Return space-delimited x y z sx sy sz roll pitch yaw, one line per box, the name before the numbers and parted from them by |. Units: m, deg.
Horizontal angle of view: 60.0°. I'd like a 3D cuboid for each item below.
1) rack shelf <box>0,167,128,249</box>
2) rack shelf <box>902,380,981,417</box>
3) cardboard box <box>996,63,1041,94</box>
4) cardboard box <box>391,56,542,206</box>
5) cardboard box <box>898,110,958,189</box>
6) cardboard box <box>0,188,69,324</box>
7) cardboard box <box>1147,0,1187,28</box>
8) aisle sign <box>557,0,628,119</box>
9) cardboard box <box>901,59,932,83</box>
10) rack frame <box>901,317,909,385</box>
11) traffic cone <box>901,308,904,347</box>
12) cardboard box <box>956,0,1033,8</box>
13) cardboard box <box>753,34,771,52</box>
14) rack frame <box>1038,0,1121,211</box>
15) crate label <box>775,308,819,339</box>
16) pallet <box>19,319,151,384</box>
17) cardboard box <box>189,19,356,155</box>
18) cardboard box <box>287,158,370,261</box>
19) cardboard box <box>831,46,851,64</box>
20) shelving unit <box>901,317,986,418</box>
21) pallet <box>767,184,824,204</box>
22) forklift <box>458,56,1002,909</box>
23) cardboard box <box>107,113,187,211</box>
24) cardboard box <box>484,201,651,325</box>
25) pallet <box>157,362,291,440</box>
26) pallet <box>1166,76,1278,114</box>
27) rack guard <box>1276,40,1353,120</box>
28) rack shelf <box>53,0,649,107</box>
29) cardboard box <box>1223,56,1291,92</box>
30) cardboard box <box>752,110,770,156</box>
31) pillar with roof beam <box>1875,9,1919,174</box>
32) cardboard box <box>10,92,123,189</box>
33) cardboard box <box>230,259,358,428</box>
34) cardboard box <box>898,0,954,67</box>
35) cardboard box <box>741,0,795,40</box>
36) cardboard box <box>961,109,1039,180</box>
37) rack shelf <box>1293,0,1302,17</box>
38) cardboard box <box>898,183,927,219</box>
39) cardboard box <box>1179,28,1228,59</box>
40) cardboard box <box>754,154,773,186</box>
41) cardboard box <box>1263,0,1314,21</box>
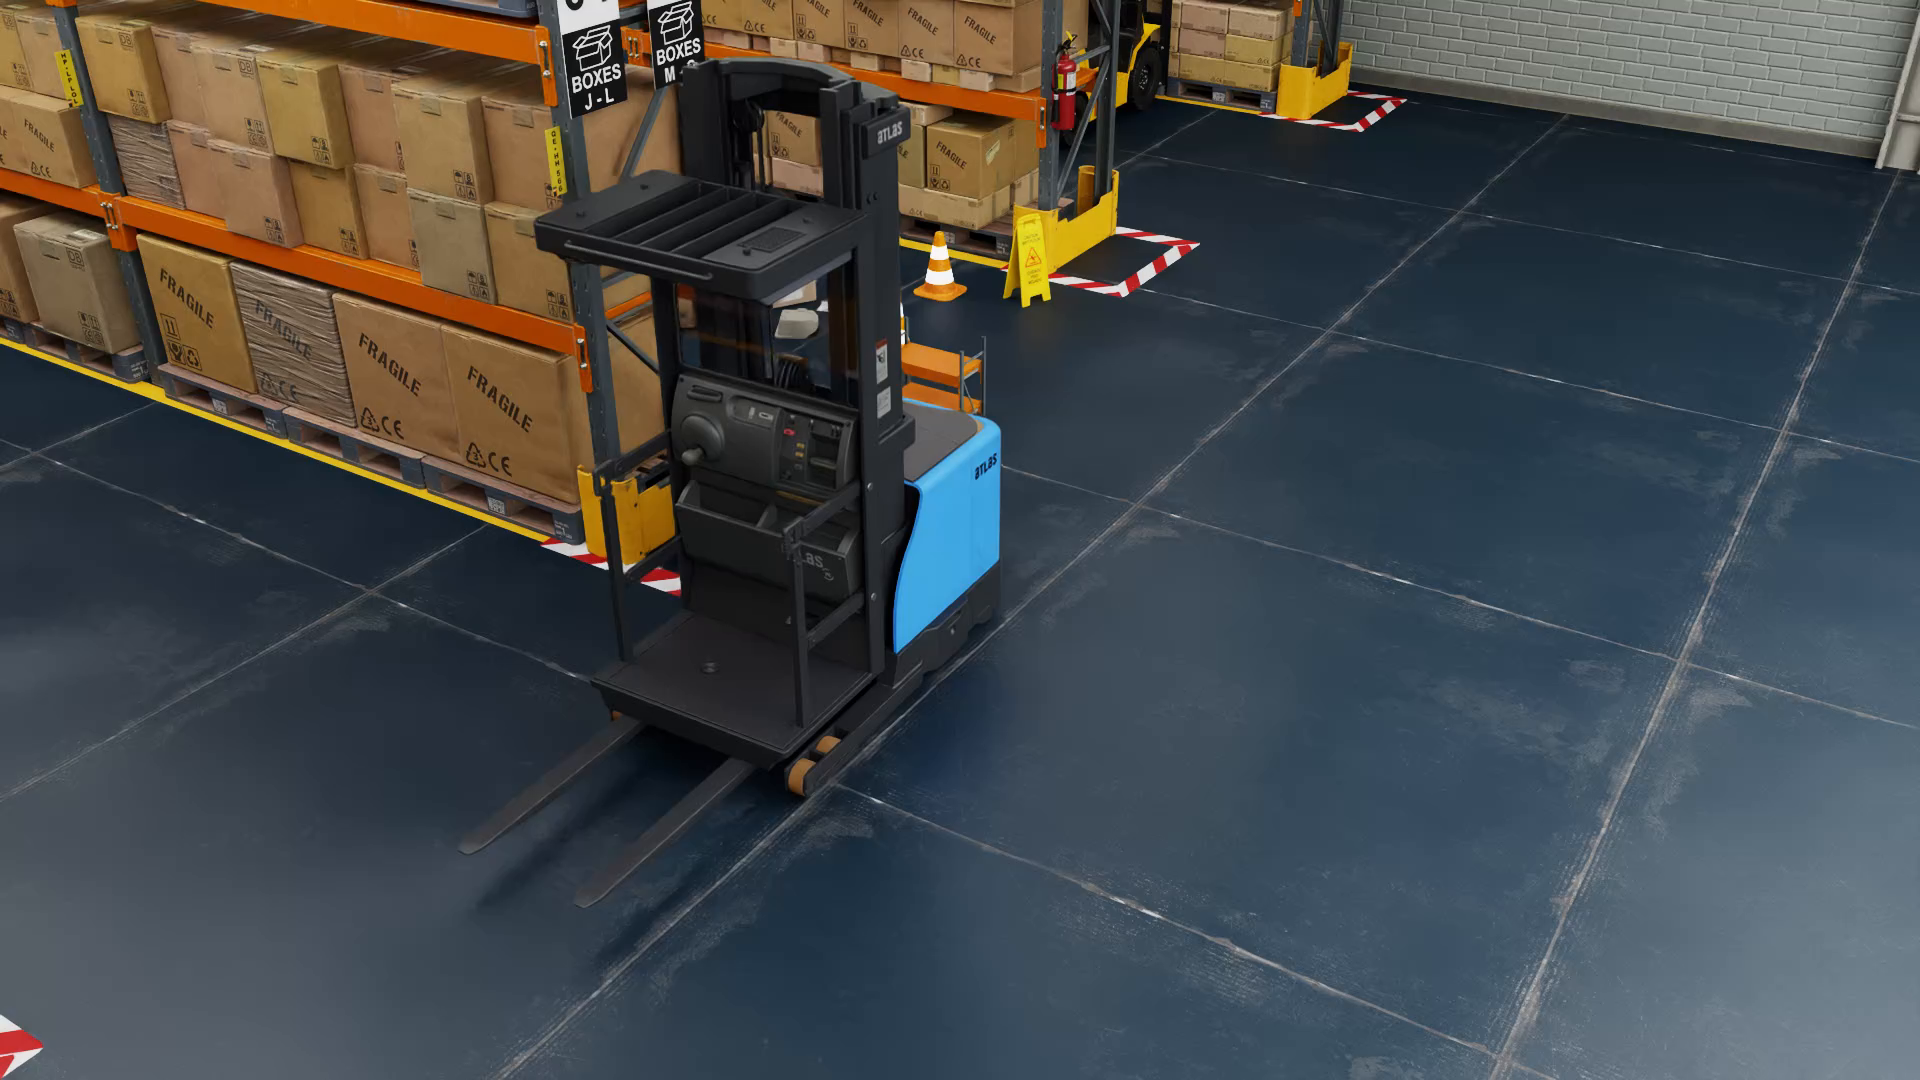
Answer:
rack shelf | -6.725 -2.746 11.694 4.000 0.370 1.077 18 35 27
rack shelf | -0.140 -0.698 8.945 0.480 0.148 0.258 18 35 27
cardboard box | 0.472 -3.489 12.504 0.250 0.149 0.380 19 35 29
cardboard box | -2.452 -2.204 8.832 0.550 0.550 0.875 18 35 27
cardboard box | -0.359 -3.148 13.238 0.500 0.500 0.500 19 35 29
cardboard box | -6.420 -2.119 11.720 0.750 0.750 1.050 18 35 27
cardboard box | 2.114 -5.390 16.831 0.500 0.250 0.500 18 35 28
aisle sign | -1.743 -2.425 7.851 0.004 0.787 0.394 18 35 27
cardboard box | -0.242 -3.644 12.769 0.250 0.149 0.380 18 35 28
rack frame | -0.347 -0.628 9.136 0.015 1.200 0.240 18 35 27
traffic cone | -0.450 -1.493 11.350 0.334 0.463 0.336 18 35 27
cardboard box | 0.354 -4.236 12.148 0.500 0.500 0.700 17 34 26
cardboard box | -1.473 -4.088 13.530 0.250 0.149 0.380 17 34 27
rack frame | 0.902 -3.589 12.425 0.127 3.000 1.000 18 35 27
crate label | -1.149 -1.537 11.748 0.298 0.136 0.250 1 30 2
pallet | -5.725 -1.491 11.596 1.213 0.211 1.003 18 35 27
cardboard box | -3.825 -2.638 9.574 0.550 0.550 0.875 18 35 27
cardboard box | -3.338 -2.060 9.656 0.500 0.550 0.875 18 35 27
cardboard box | -0.812 -3.907 13.220 0.250 0.149 0.380 18 35 27
shelving unit | -0.140 -0.563 9.024 0.503 1.200 0.258 18 35 27
pallet | -0.860 -2.965 14.123 1.213 0.211 1.003 18 35 27
forklift | -0.965 -0.402 7.031 1.130 2.935 3.031 16 34 26
cardboard box | -4.713 -2.492 10.396 0.550 0.550 0.875 18 35 27
cardboard box | -1.982 -1.594 8.857 0.550 0.550 0.875 18 35 27
pallet | -4.429 -1.079 10.891 1.213 0.211 1.003 18 35 27
pallet | 2.868 -4.691 17.082 1.213 0.211 1.003 18 35 27
rack guard | 3.558 -4.622 16.677 0.348 0.500 1.175 18 35 27
rack shelf | -3.338 -2.970 9.101 4.000 0.370 1.077 18 35 27
cardboard box | 2.972 -4.693 16.630 0.500 0.250 0.500 18 35 28
cardboard box | -1.670 -3.567 13.955 0.500 0.500 0.500 19 35 29
pillar with roof beam | 6.221 -5.426 9.621 0.400 9.000 9.100 18 35 27
cardboard box | -5.616 -2.590 10.613 0.500 0.500 0.500 17 34 27
cardboard box | -3.771 -1.346 10.273 0.875 0.875 0.875 18 35 28
cardboard box | -0.125 -3.925 12.606 0.500 0.500 0.500 18 35 27
cardboard box | -1.405 -4.331 13.303 0.500 0.500 0.500 17 34 27
cardboard box | 0.346 -3.247 13.407 0.500 0.500 0.500 16 34 26
rack shelf | 1.844 -5.934 17.158 4.000 0.370 1.077 18 35 27
cardboard box | -0.360 -2.827 13.430 0.500 0.250 0.500 18 35 28
cardboard box | 2.541 -5.054 16.752 0.500 0.250 0.500 17 34 27
cardboard box | -1.671 -3.243 14.144 0.500 0.250 0.500 20 36 30
cardboard box | 3.232 -5.344 16.753 0.500 0.250 0.500 17 34 27
